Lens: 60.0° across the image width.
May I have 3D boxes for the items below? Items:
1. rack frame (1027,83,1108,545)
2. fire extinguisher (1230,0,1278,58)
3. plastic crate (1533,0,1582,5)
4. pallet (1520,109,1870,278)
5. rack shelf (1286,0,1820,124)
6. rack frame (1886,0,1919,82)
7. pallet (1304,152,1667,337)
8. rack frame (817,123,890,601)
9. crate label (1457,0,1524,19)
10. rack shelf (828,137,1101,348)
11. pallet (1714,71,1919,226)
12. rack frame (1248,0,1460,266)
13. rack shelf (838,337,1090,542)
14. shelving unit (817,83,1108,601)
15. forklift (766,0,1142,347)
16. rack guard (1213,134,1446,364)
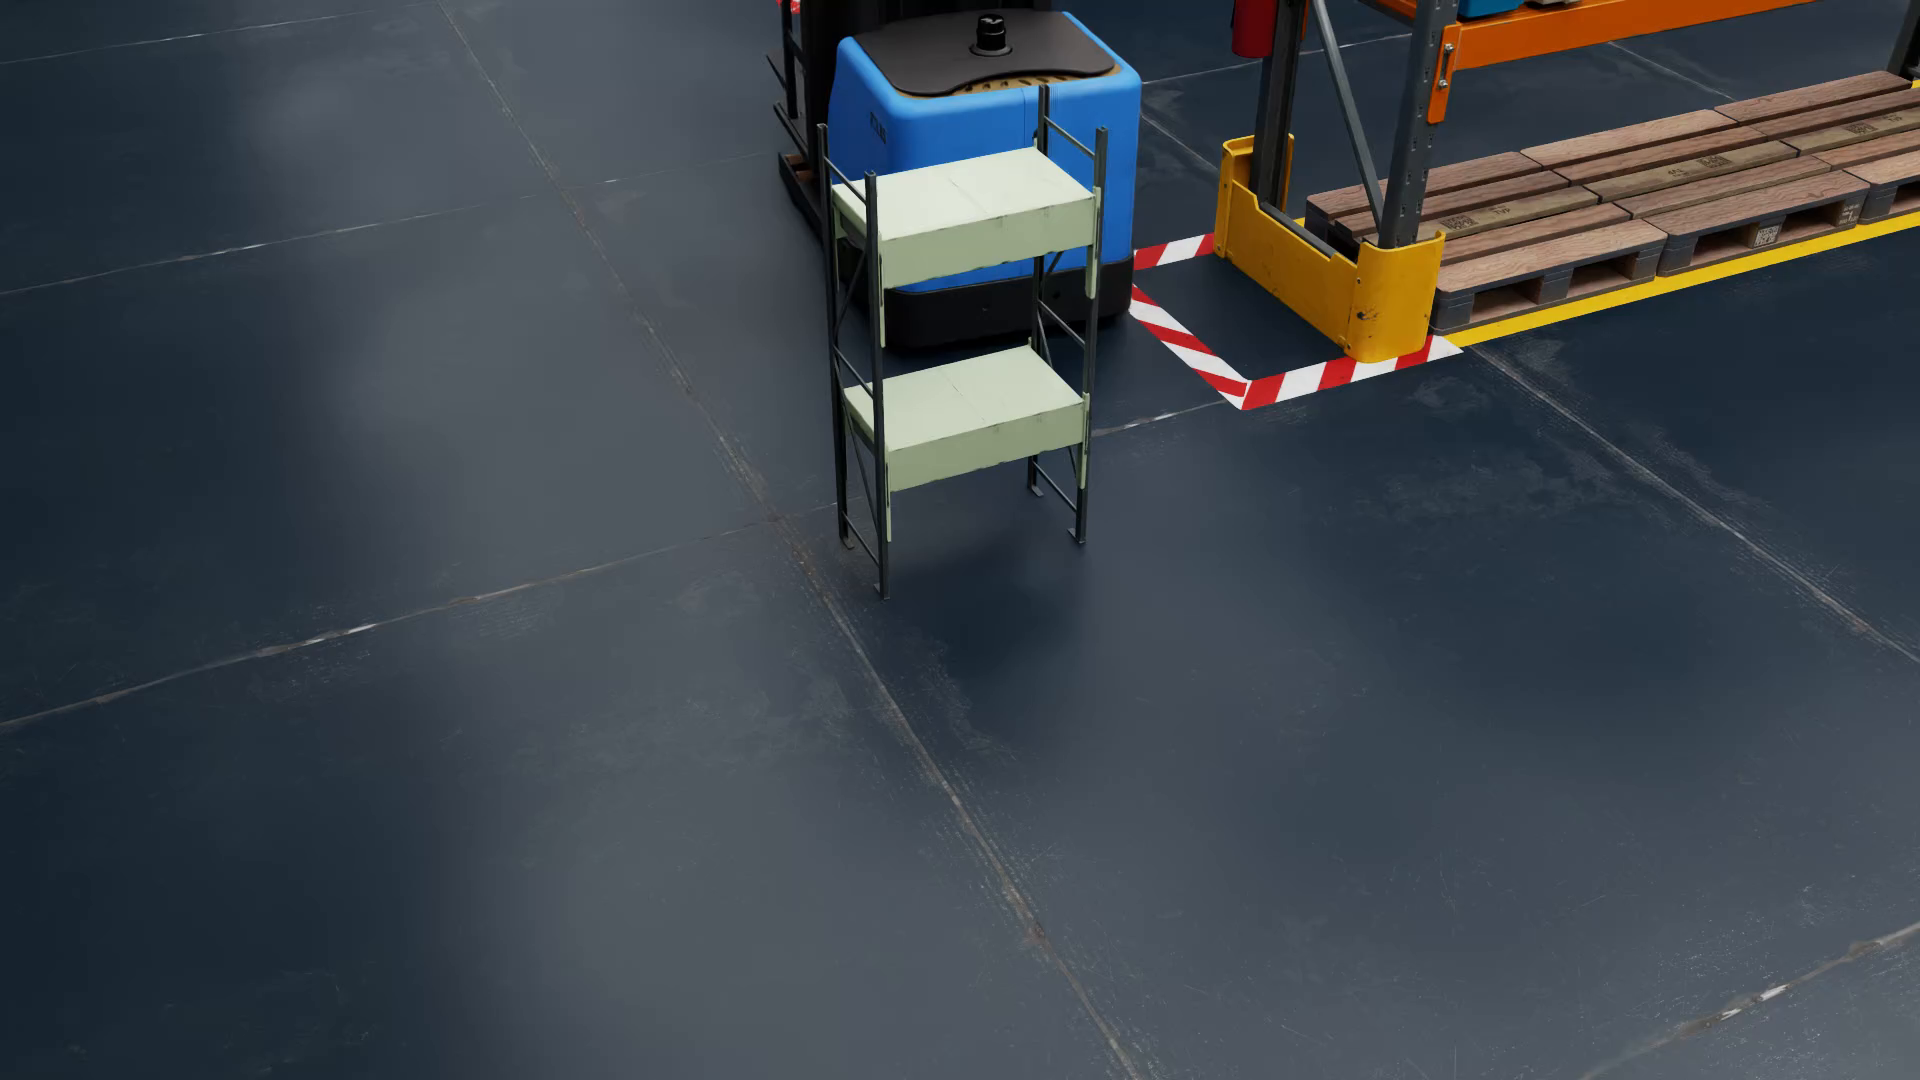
[{"bbox_3d":[0.337,-0.697,5.430,0.023,1.500,0.400,-16,39,-20],"label":"rack frame"},{"bbox_3d":[1.211,-2.301,6.713,0.183,0.674,0.296,-16,39,-20],"label":"fire extinguisher"},{"bbox_3d":[2.230,-2.115,6.254,0.298,0.136,0.250,-16,39,-20],"label":"plastic crate"},{"bbox_3d":[3.407,-1.649,7.797,1.213,0.211,1.003,-16,39,-20],"label":"pallet"},{"bbox_3d":[3.352,-2.492,7.196,4.000,0.370,1.077,-16,39,-20],"label":"rack shelf"},{"bbox_3d":[5.162,-3.288,7.665,0.127,3.000,1.000,-16,39,-20],"label":"rack frame"},{"bbox_3d":[2.304,-1.343,7.383,1.213,0.211,1.003,-16,39,-20],"label":"pallet"},{"bbox_3d":[-0.325,-0.511,5.181,0.023,1.500,0.400,-16,39,-20],"label":"rack frame"},{"bbox_3d":[1.904,-2.117,6.176,0.303,0.233,0.416,-16,39,-20],"label":"crate label"},{"bbox_3d":[0.006,-0.918,5.073,0.720,0.370,0.431,-16,39,-20],"label":"rack shelf"},{"bbox_3d":[4.513,-1.961,8.216,1.213,0.211,1.003,-16,39,-20],"label":"pallet"},{"bbox_3d":[1.541,-2.275,6.300,0.127,3.000,1.000,-16,39,-20],"label":"rack frame"},{"bbox_3d":[0.006,-0.342,5.500,0.720,0.370,0.431,-16,39,-20],"label":"rack shelf"},{"bbox_3d":[0.006,-0.604,5.305,0.755,1.500,0.431,-16,39,-20],"label":"shelving unit"},{"bbox_3d":[-0.235,-2.828,7.103,1.130,2.935,3.031,-11,38,-15],"label":"forklift"},{"bbox_3d":[1.525,-1.258,7.027,0.348,0.500,1.175,-16,39,-20],"label":"rack guard"}]
